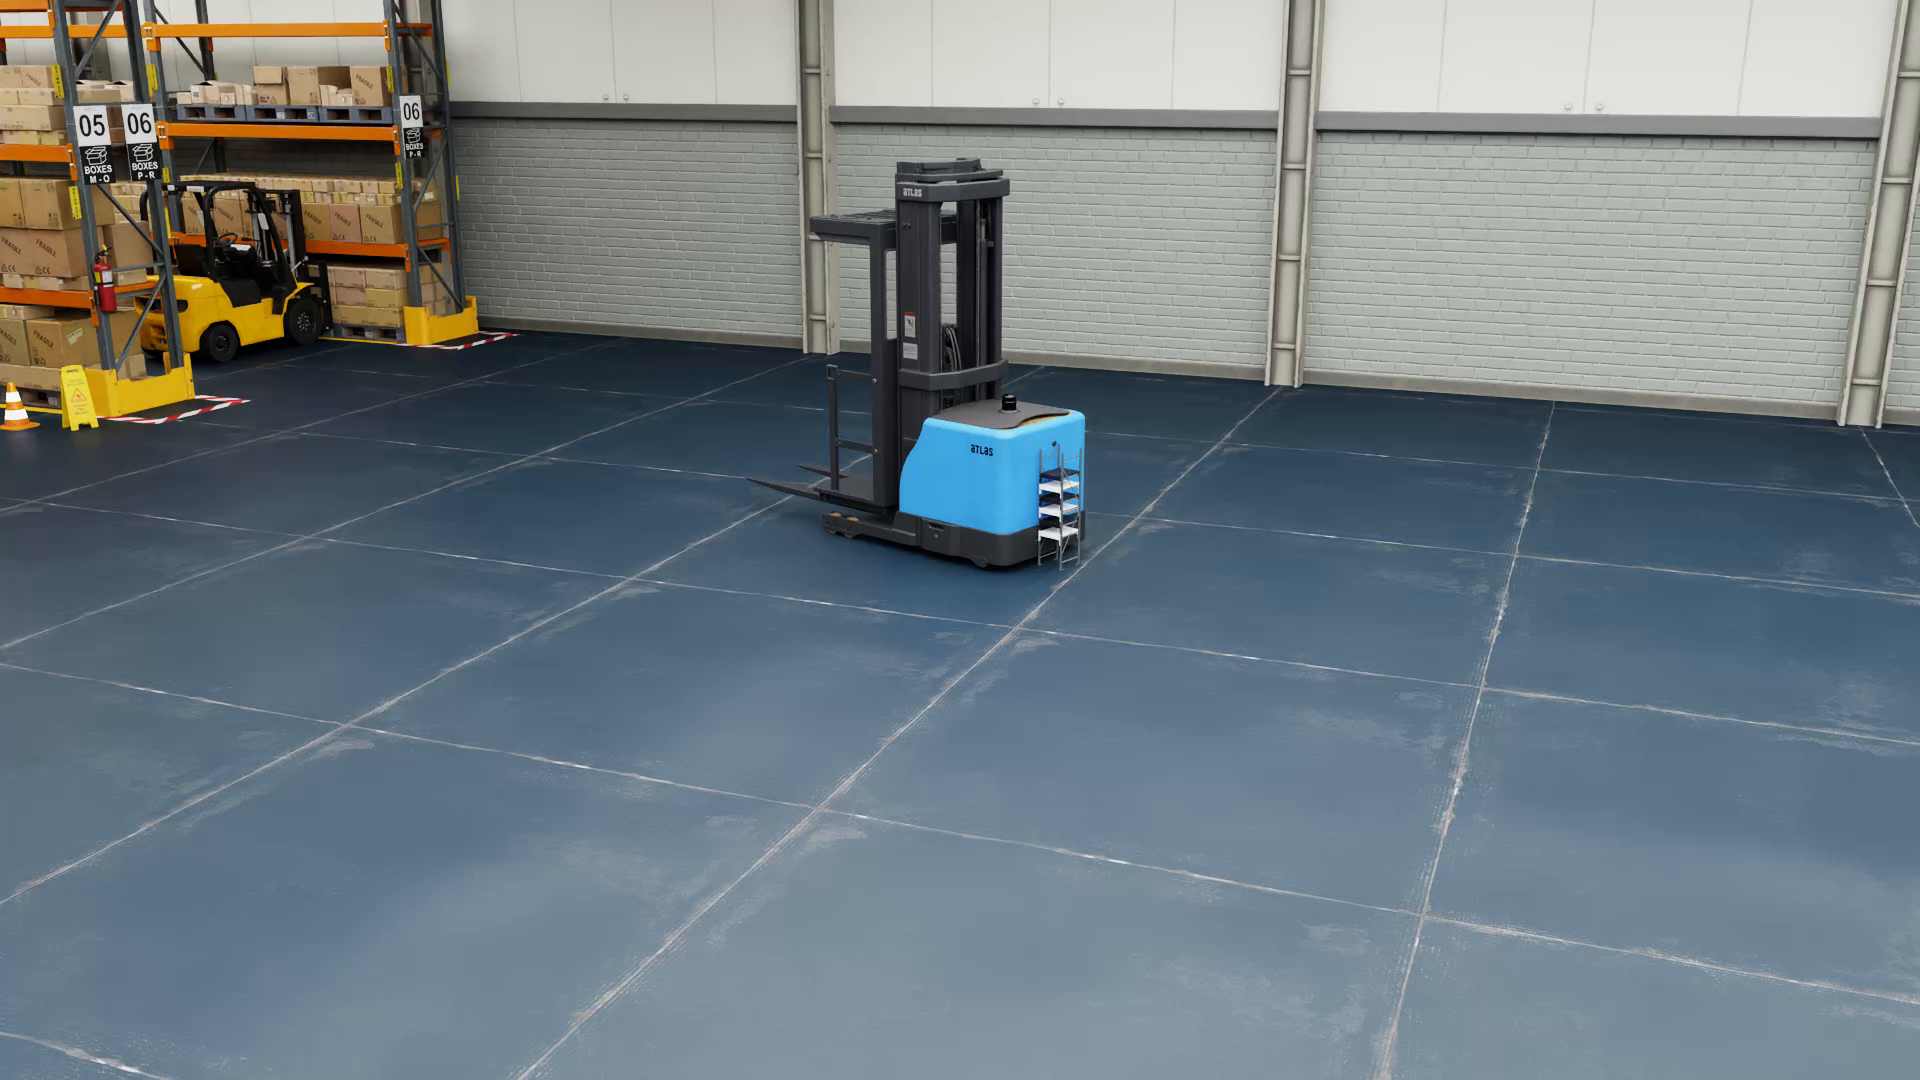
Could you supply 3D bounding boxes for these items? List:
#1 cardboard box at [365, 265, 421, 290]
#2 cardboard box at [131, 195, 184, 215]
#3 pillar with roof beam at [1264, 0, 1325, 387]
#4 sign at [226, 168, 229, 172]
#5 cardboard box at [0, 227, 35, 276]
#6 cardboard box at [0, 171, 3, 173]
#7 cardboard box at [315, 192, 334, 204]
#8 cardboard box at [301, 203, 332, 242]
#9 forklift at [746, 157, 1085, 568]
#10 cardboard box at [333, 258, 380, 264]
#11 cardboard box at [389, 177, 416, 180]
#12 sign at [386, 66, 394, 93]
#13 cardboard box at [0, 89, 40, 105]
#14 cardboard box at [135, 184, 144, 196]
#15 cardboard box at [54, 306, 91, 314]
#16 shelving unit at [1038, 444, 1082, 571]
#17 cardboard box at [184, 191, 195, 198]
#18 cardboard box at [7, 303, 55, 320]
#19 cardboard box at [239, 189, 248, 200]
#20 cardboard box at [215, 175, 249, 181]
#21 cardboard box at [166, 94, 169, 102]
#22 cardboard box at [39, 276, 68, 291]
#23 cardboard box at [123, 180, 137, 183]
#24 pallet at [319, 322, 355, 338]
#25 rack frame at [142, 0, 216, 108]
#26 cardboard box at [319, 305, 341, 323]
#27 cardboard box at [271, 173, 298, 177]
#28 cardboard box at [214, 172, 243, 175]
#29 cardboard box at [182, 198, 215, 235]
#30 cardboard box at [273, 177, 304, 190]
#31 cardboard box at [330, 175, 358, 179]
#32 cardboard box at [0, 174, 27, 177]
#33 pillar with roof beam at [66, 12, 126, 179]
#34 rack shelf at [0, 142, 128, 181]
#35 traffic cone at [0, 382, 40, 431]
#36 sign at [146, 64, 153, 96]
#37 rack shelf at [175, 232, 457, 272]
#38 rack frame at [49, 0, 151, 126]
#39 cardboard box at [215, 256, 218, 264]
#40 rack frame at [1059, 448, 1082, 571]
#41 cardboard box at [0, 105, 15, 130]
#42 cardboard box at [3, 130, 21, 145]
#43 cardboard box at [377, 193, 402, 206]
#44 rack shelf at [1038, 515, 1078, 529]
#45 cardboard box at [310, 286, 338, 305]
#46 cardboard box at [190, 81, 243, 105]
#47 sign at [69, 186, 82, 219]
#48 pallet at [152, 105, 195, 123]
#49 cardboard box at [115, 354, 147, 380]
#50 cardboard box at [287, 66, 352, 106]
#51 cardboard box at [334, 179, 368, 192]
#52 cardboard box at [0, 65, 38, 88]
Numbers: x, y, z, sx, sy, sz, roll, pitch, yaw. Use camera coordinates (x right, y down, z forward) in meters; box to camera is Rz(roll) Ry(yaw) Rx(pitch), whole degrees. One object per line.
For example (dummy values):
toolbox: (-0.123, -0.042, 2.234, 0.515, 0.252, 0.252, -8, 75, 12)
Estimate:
cardboard box: (-7.598, -3.518, 22.295, 0.500, 0.250, 0.500, 7, 18, 22)
cardboard box: (-11.327, -4.751, 23.532, 0.500, 0.250, 0.500, 6, 17, 19)
pillar with roof beam: (2.211, -5.032, 14.366, 0.400, 9.000, 9.100, 6, 17, 21)
sign: (-10.574, -5.197, 24.000, 0.005, 0.325, 0.100, 6, 17, 21)
cardboard box: (-9.943, -3.130, 17.861, 0.500, 0.500, 0.500, 6, 17, 21)
cardboard box: (-14.919, -5.351, 25.294, 0.500, 0.500, 0.500, 7, 18, 23)
cardboard box: (-8.440, -4.617, 22.353, 0.250, 0.149, 0.380, 6, 17, 19)
cardboard box: (-8.565, -4.328, 22.523, 0.500, 0.500, 0.500, 6, 17, 20)
forklift: (-0.473, -1.522, 13.159, 3.031, 2.935, 1.130, 14, 21, 39)
cardboard box: (-8.360, -3.754, 23.109, 0.500, 0.250, 0.500, 6, 17, 20)
cardboard box: (-7.514, -4.826, 22.539, 0.250, 0.149, 0.380, 7, 18, 23)
sign: (-7.267, -5.878, 21.216, 0.005, 0.325, 0.100, 6, 17, 21)
cardboard box: (-9.766, -4.621, 17.350, 0.250, 0.149, 0.380, 6, 17, 20)
cardboard box: (-11.422, -4.958, 23.528, 0.250, 0.149, 0.380, 6, 17, 20)
cardboard box: (-10.032, -2.352, 18.730, 0.500, 0.500, 0.500, 6, 17, 19)
shelving unit: (0.745, -0.245, 12.403, 0.210, 0.900, 0.258, 14, 21, 39)
cardboard box: (-10.576, -4.858, 23.184, 0.250, 0.149, 0.380, 6, 17, 20)
cardboard box: (-10.080, -2.490, 18.039, 0.250, 0.149, 0.380, 7, 18, 22)
cardboard box: (-9.636, -4.741, 22.780, 0.250, 0.149, 0.380, 6, 17, 20)
cardboard box: (-10.072, -4.965, 23.019, 0.250, 0.149, 0.380, 6, 17, 20)
cardboard box: (-11.494, -6.307, 23.655, 0.250, 0.149, 0.380, 6, 17, 21)
cardboard box: (-9.576, -2.762, 17.756, 0.250, 0.149, 0.380, 6, 17, 20)
cardboard box: (-11.954, -5.170, 24.259, 0.250, 0.149, 0.380, 6, 17, 21)
pallet: (-8.913, -3.044, 23.279, 1.213, 0.211, 1.003, 6, 17, 21)
rack frame: (-10.776, -7.480, 22.799, 0.127, 3.000, 1.000, 6, 17, 21)
cardboard box: (-8.530, -3.144, 22.802, 0.500, 0.250, 0.500, 6, 17, 21)
cardboard box: (-9.409, -5.046, 23.299, 0.250, 0.149, 0.380, 6, 17, 20)
cardboard box: (-10.368, -5.147, 23.647, 0.250, 0.149, 0.380, 6, 17, 21)
cardboard box: (-10.459, -4.534, 23.232, 0.500, 0.500, 0.500, 6, 17, 19)
cardboard box: (-9.123, -4.860, 22.657, 0.250, 0.149, 0.380, 6, 17, 21)
cardboard box: (-8.458, -4.943, 22.944, 0.250, 0.149, 0.380, 6, 17, 19)
cardboard box: (-10.409, -3.648, 17.854, 0.500, 0.500, 0.700, 6, 17, 20)
pillar with roof beam: (-14.533, -6.873, 20.709, 0.400, 9.000, 9.100, 6, 17, 21)
rack shelf: (-10.734, -4.202, 18.177, 4.000, 0.370, 1.077, 6, 17, 21)
traffic cone: (-9.746, -1.393, 17.143, 0.334, 0.463, 0.336, 6, 17, 21)
sign: (-8.674, -4.903, 17.735, 0.005, 0.325, 0.100, 6, 17, 21)
rack shelf: (-8.916, -4.049, 23.031, 4.000, 0.370, 1.077, 6, 17, 21)
rack frame: (-8.873, -5.783, 16.954, 0.127, 3.000, 1.000, 6, 17, 21)
cardboard box: (-10.441, -3.830, 23.370, 0.500, 0.250, 0.500, 6, 17, 20)
rack frame: (0.821, -0.226, 12.339, 0.006, 0.900, 0.240, 14, 21, 39)
cardboard box: (-9.911, -4.451, 17.482, 0.500, 0.250, 0.500, 6, 17, 20)
cardboard box: (-9.786, -4.239, 17.466, 0.250, 0.149, 0.380, 7, 18, 22)
cardboard box: (-7.481, -4.512, 21.994, 0.250, 0.149, 0.380, 7, 17, 21)
rack shelf: (0.745, -0.126, 12.437, 0.200, 0.077, 0.258, 14, 21, 39)
cardboard box: (-8.573, -3.381, 22.723, 0.500, 0.250, 0.500, 6, 17, 19)
cardboard box: (-10.092, -6.098, 22.647, 0.500, 0.311, 0.500, 7, 17, 22)
sign: (-9.095, -3.468, 17.096, 0.005, 0.325, 0.100, 6, 17, 21)
pallet: (-11.602, -6.035, 23.543, 1.217, 0.209, 0.805, 6, 17, 18)
cardboard box: (-9.522, -1.938, 18.647, 0.500, 0.250, 0.500, 6, 17, 20)
cardboard box: (-8.473, -6.041, 22.110, 0.500, 0.500, 0.700, 6, 17, 21)
cardboard box: (-8.164, -4.756, 22.300, 0.250, 0.149, 0.380, 6, 17, 21)
cardboard box: (-13.407, -6.584, 23.979, 0.500, 0.500, 0.700, 6, 17, 20)
